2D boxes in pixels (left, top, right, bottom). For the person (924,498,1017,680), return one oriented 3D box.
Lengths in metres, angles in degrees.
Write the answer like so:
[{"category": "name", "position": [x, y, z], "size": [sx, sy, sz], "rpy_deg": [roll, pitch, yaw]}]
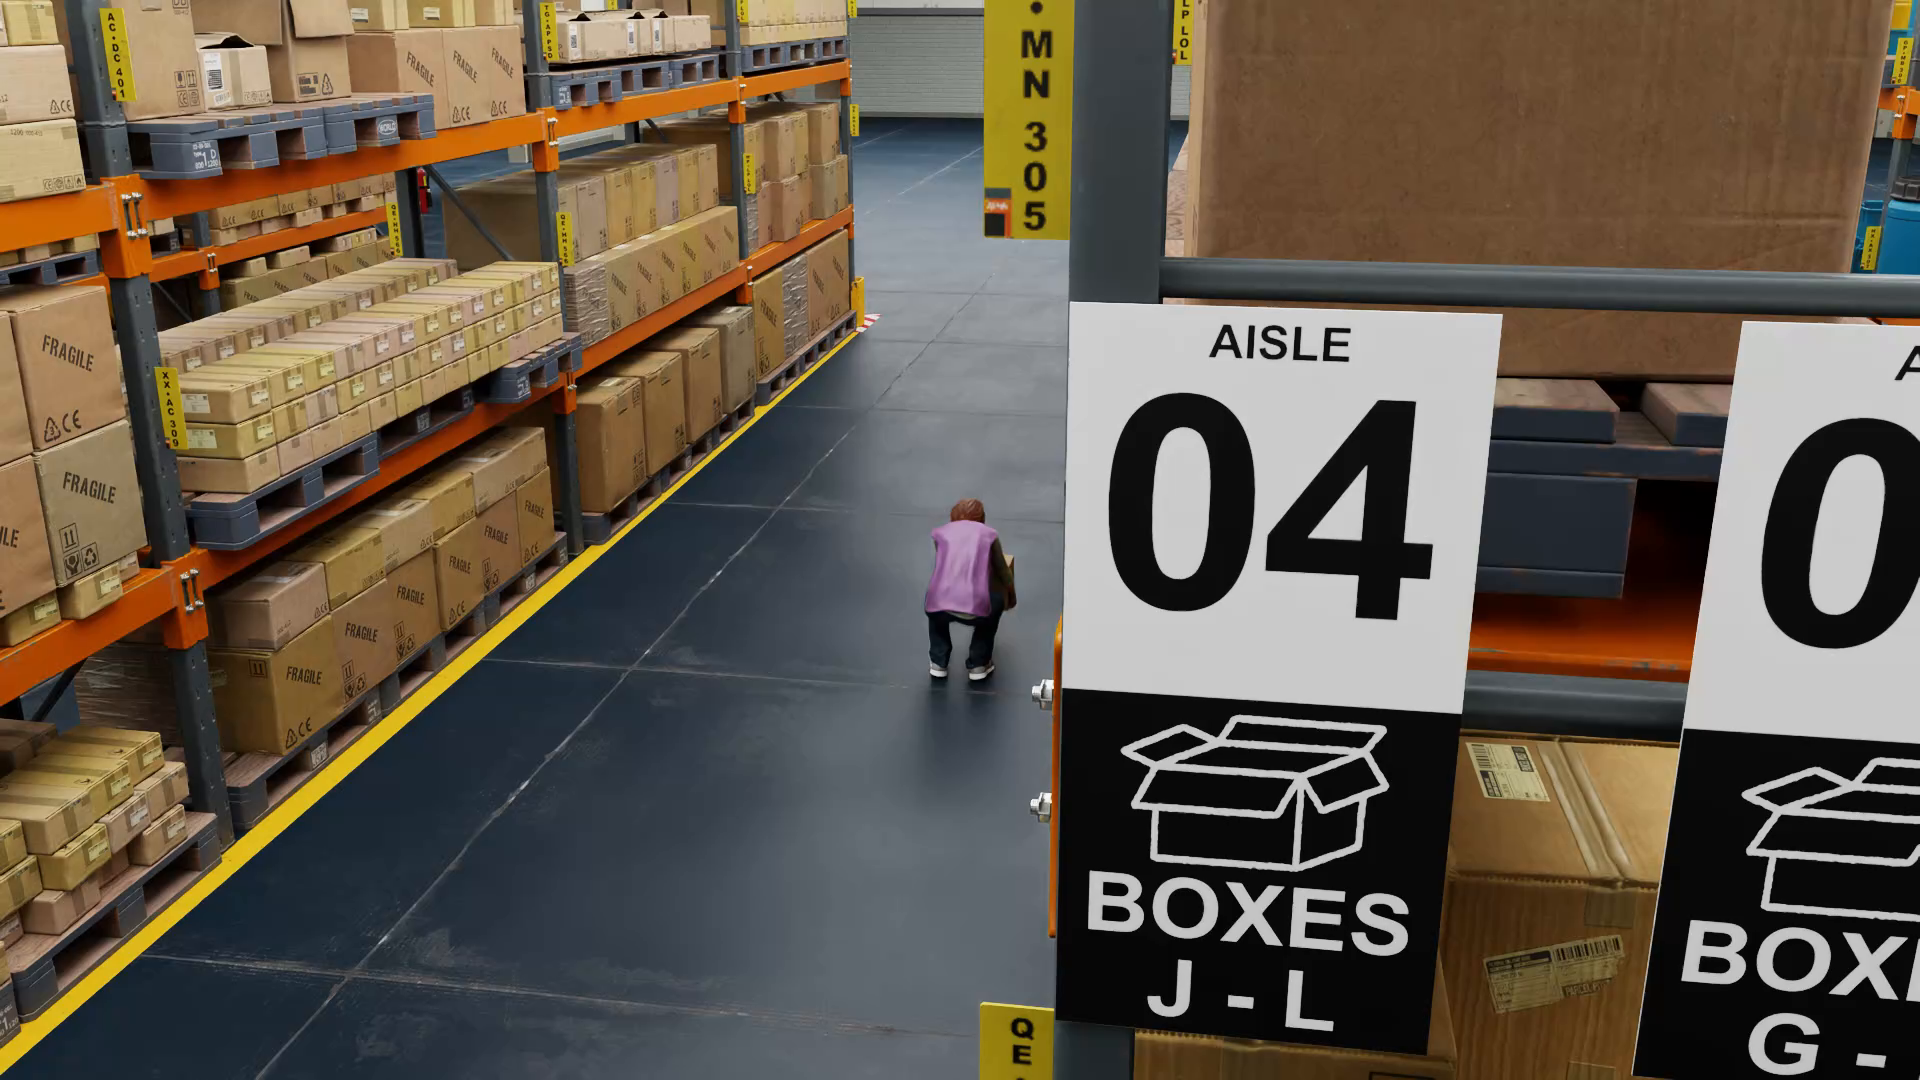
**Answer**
[{"category": "person", "position": [0.038, 0.259, 8.991], "size": [0.438, 0.852, 0.911], "rpy_deg": [3, 18, 9]}]
